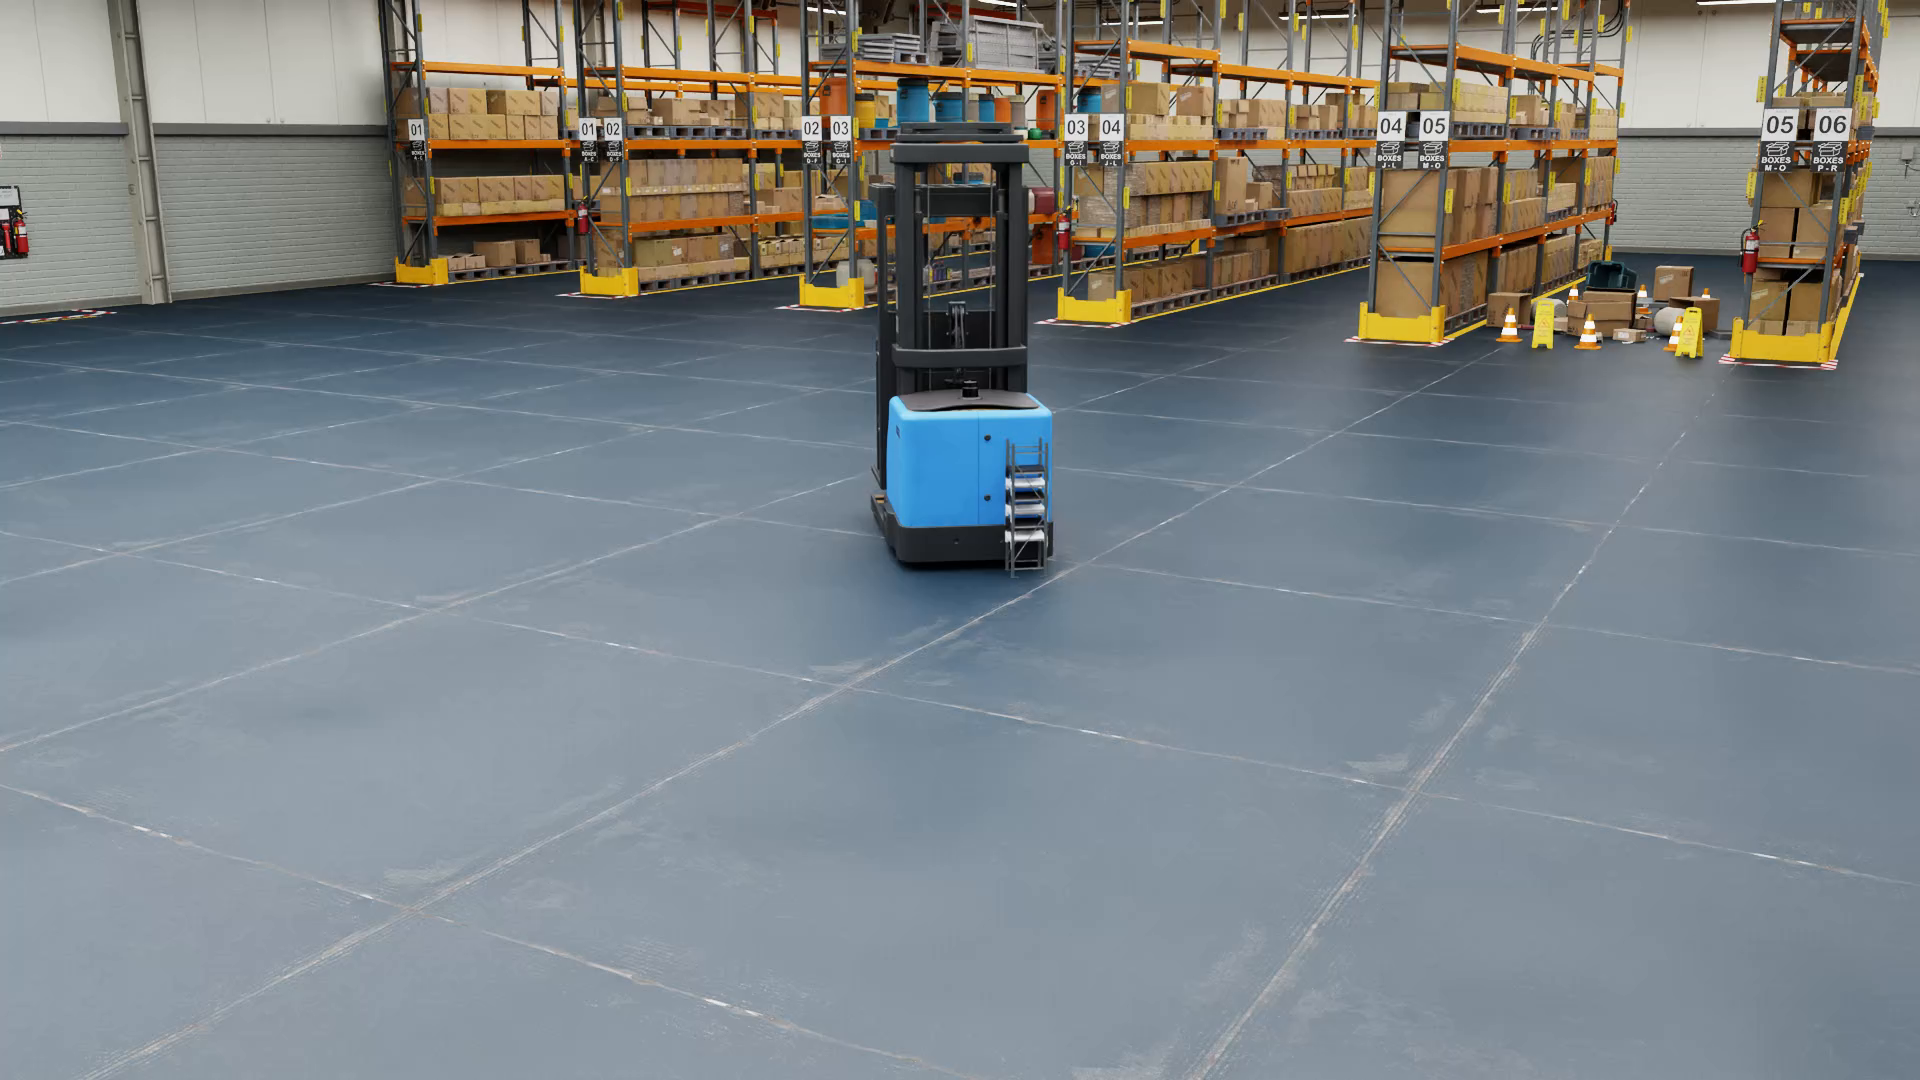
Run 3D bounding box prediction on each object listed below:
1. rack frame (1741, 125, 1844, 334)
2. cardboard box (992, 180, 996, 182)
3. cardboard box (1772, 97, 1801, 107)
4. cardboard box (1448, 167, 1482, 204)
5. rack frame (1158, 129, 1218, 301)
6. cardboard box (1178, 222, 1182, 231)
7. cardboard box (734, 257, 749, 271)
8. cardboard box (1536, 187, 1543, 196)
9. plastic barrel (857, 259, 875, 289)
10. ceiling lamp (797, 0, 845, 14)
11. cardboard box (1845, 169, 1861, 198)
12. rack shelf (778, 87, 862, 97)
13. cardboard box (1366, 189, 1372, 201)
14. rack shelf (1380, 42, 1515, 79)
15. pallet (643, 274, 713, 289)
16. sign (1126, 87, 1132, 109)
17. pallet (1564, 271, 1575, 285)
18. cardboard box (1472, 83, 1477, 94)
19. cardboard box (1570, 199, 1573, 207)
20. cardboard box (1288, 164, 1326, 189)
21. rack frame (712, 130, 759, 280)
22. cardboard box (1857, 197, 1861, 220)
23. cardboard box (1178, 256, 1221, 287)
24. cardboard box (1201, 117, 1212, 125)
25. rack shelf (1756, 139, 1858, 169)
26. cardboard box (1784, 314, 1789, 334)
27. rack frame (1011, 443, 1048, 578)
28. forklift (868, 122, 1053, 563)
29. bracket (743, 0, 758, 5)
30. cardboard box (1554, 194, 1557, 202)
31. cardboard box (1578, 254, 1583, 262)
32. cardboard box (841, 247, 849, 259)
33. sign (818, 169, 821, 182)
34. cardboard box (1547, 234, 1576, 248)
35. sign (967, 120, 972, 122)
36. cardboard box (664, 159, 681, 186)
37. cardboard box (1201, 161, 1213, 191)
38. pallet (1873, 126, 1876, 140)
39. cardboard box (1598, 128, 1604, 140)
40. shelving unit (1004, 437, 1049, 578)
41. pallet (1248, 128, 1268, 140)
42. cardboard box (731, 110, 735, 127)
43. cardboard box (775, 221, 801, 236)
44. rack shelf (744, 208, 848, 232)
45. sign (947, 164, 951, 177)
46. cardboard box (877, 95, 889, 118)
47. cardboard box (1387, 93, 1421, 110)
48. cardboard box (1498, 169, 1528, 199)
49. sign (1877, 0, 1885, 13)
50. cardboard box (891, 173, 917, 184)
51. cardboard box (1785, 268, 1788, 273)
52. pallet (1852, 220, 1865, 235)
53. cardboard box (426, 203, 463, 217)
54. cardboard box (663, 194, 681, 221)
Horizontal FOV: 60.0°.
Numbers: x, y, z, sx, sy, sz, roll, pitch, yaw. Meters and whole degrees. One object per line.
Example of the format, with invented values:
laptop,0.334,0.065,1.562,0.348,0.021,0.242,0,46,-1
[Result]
rack frame,10.783,-3.838,21.554,1.000,3.000,0.127,7,15,28
cardboard box,0.700,-9.084,43.101,0.500,0.500,0.500,8,15,28
cardboard box,10.688,-5.665,21.565,0.380,0.149,0.250,8,15,29
cardboard box,7.580,-5.504,25.839,0.875,0.550,0.550,7,15,28
rack frame,4.041,-5.782,29.616,1.000,3.000,0.127,7,15,28
cardboard box,3.547,-5.331,28.284,0.380,0.149,0.250,7,15,28
cardboard box,-4.662,-5.652,34.050,0.500,0.250,0.500,7,15,28
cardboard box,10.663,-6.465,30.819,0.380,0.149,0.250,7,15,28
plastic barrel,-1.735,-4.763,29.804,0.421,0.512,0.421,0,14,0
ceiling lamp,-3.047,-14.372,39.991,0.800,3.185,2.000,7,15,28
cardboard box,15.597,-6.295,29.398,0.500,0.500,0.500,8,16,30
rack shelf,-4.133,-11.889,44.537,1.077,0.370,4.000,7,15,28
cardboard box,9.100,-7.870,37.963,0.500,0.250,0.500,7,15,28
rack shelf,7.367,-7.161,24.925,1.077,0.370,4.000,7,15,28
pallet,-5.639,-5.140,32.902,1.003,0.211,1.213,7,15,28
sign,2.582,-6.783,25.503,0.100,0.325,0.005,7,15,28
pallet,11.826,-5.325,33.670,1.003,0.211,1.213,7,15,28
cardboard box,7.333,-6.596,24.317,0.380,0.149,0.250,7,15,27
cardboard box,12.058,-6.765,33.334,0.380,0.149,0.250,7,15,28
cardboard box,7.265,-7.688,35.168,0.797,0.503,0.637,8,15,29
rack frame,-4.629,-6.905,34.274,1.000,3.000,0.127,7,15,28
cardboard box,17.040,-6.415,32.031,0.500,0.500,0.500,8,16,30
cardboard box,4.357,-4.904,30.369,0.700,0.500,0.500,6,15,24
cardboard box,4.137,-7.261,28.823,0.380,0.149,0.250,8,16,30
rack shelf,11.749,-5.357,22.989,1.077,0.370,4.000,7,15,28
cardboard box,11.195,-3.007,23.079,0.500,0.250,0.500,7,15,28
rack frame,0.456,-0.190,10.897,0.240,0.900,0.006,-2,13,-9
forklift,-0.087,-1.569,12.289,1.130,2.935,3.031,-2,14,-8
bracket,-5.408,-13.889,42.764,0.235,0.232,0.430,7,15,28
cardboard box,11.176,-6.537,31.752,0.380,0.149,0.250,7,15,28
cardboard box,12.657,-5.841,34.415,0.380,0.149,0.250,8,16,31
cardboard box,-2.736,-6.457,37.389,0.500,0.250,0.500,8,16,29
sign,-3.175,-8.309,37.799,0.100,0.325,0.005,7,15,28
cardboard box,12.063,-6.012,33.410,0.500,0.250,0.500,7,15,27
sign,0.182,-7.741,31.323,0.100,0.325,0.005,7,15,28
cardboard box,-5.808,-7.081,32.022,0.700,0.500,0.500,7,15,28
cardboard box,4.064,-6.338,28.940,0.500,0.500,0.500,7,15,28
pallet,13.607,-6.354,25.988,1.213,0.211,1.003,7,15,28
cardboard box,13.159,-8.499,34.807,0.500,0.250,0.500,8,16,30
shelving unit,0.440,-0.213,10.994,0.258,0.900,0.210,-2,13,-9
pallet,4.931,-7.476,30.645,1.213,0.211,1.003,7,15,28
cardboard box,-5.834,-10.538,41.791,0.700,0.500,0.500,7,15,27
cardboard box,-4.648,-8.237,44.239,0.700,0.500,0.500,8,16,29
rack shelf,-3.662,-6.965,36.061,1.077,0.370,4.000,7,15,28
sign,-0.274,-9.047,40.689,0.100,0.325,0.005,7,15,28
cardboard box,-1.986,-10.016,38.434,0.500,0.500,0.500,7,15,28
cardboard box,6.392,-6.293,23.913,0.500,0.250,0.500,8,16,29
cardboard box,9.553,-6.254,29.228,0.700,0.500,0.500,7,15,27
sign,15.130,-8.829,27.294,0.100,0.325,0.005,7,15,28
cardboard box,-1.463,-8.579,40.108,0.700,0.500,0.500,10,17,37
cardboard box,11.707,-3.936,23.945,0.380,0.149,0.250,8,16,31
pallet,14.399,-5.228,27.728,1.213,0.211,1.003,7,15,28
cardboard box,-10.387,-6.646,33.476,0.500,0.250,0.500,7,15,26
cardboard box,-5.831,-6.437,32.119,0.700,0.500,0.500,7,15,28
